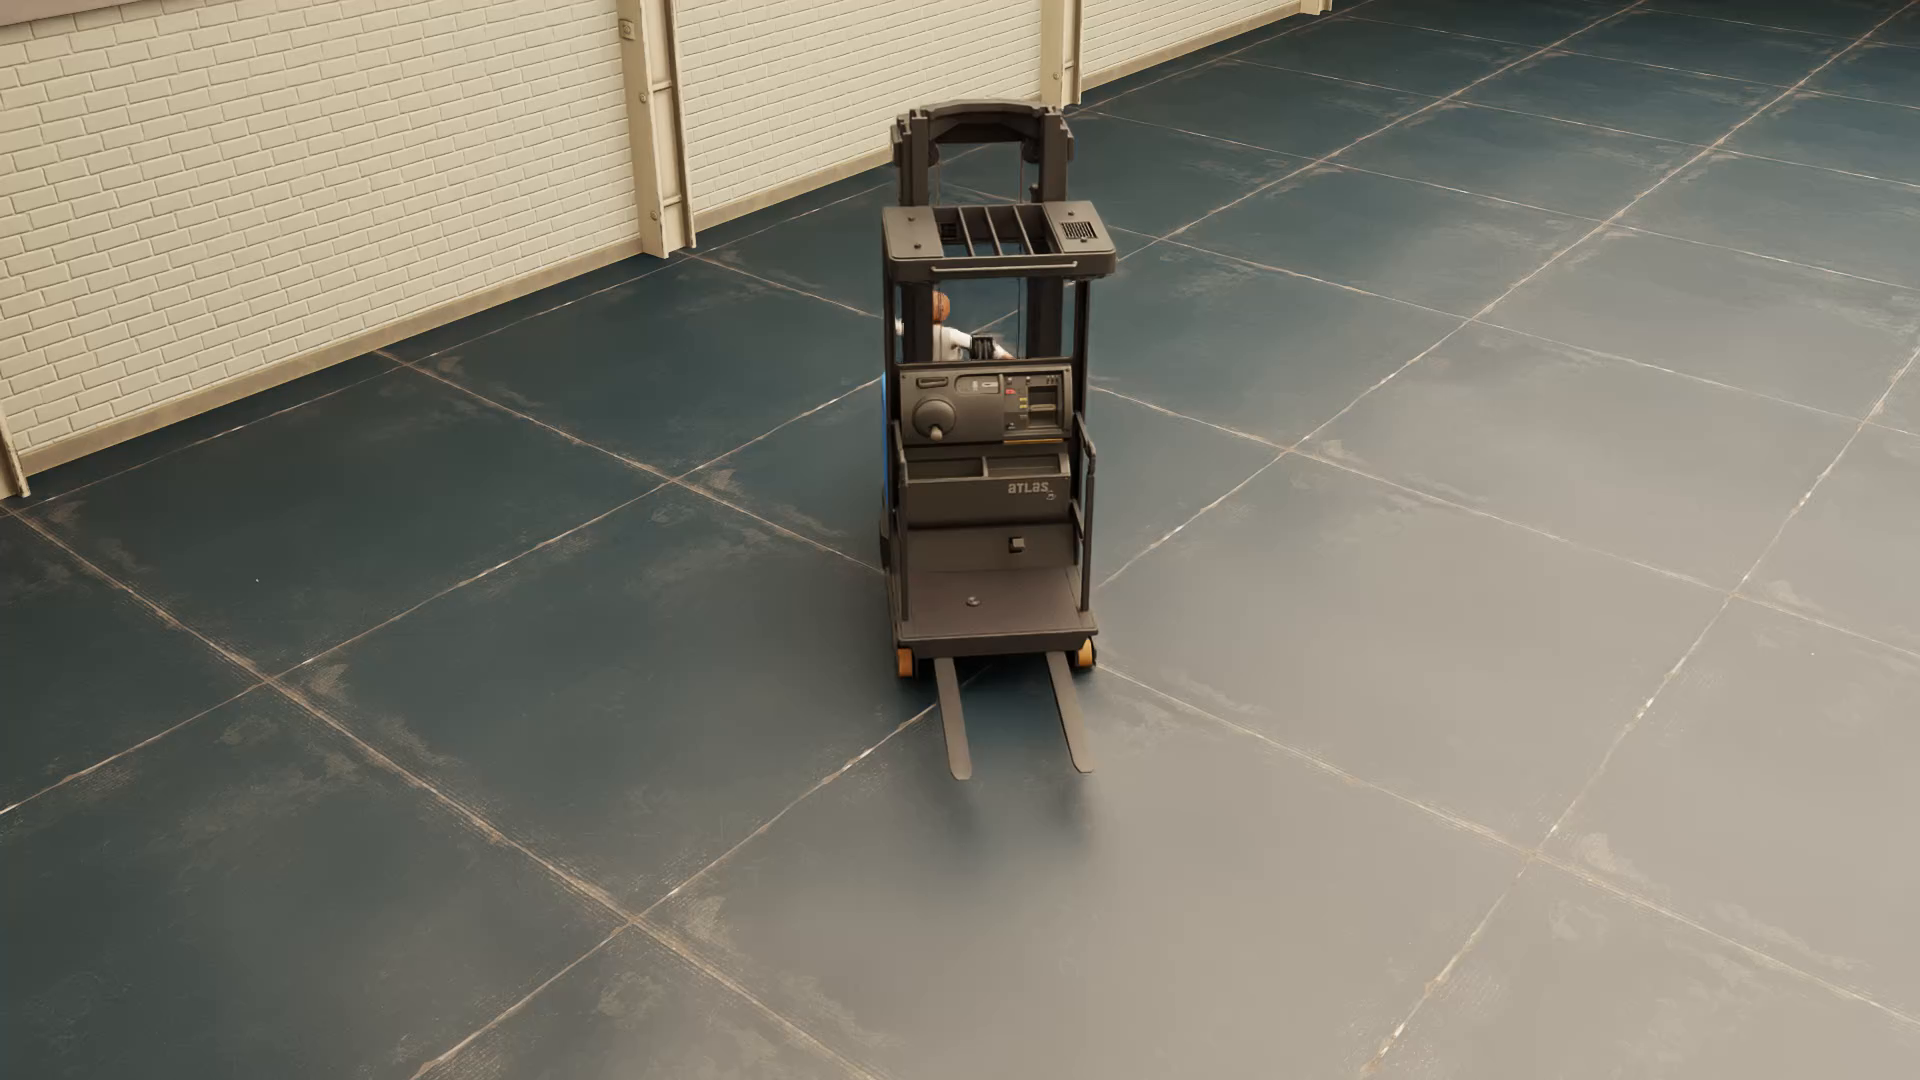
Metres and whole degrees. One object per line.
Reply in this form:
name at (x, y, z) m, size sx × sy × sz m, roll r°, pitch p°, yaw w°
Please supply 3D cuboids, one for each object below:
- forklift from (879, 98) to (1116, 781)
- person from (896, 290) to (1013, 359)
forklift at (0.165, -0.685, 8.766) m, size 1.130 × 2.935 × 3.031 m, roll -3°, pitch 30°, yaw -5°
person at (0.009, -1.033, 10.928) m, size 0.913 × 1.408 × 0.713 m, roll 15°, pitch 33°, yaw 23°
